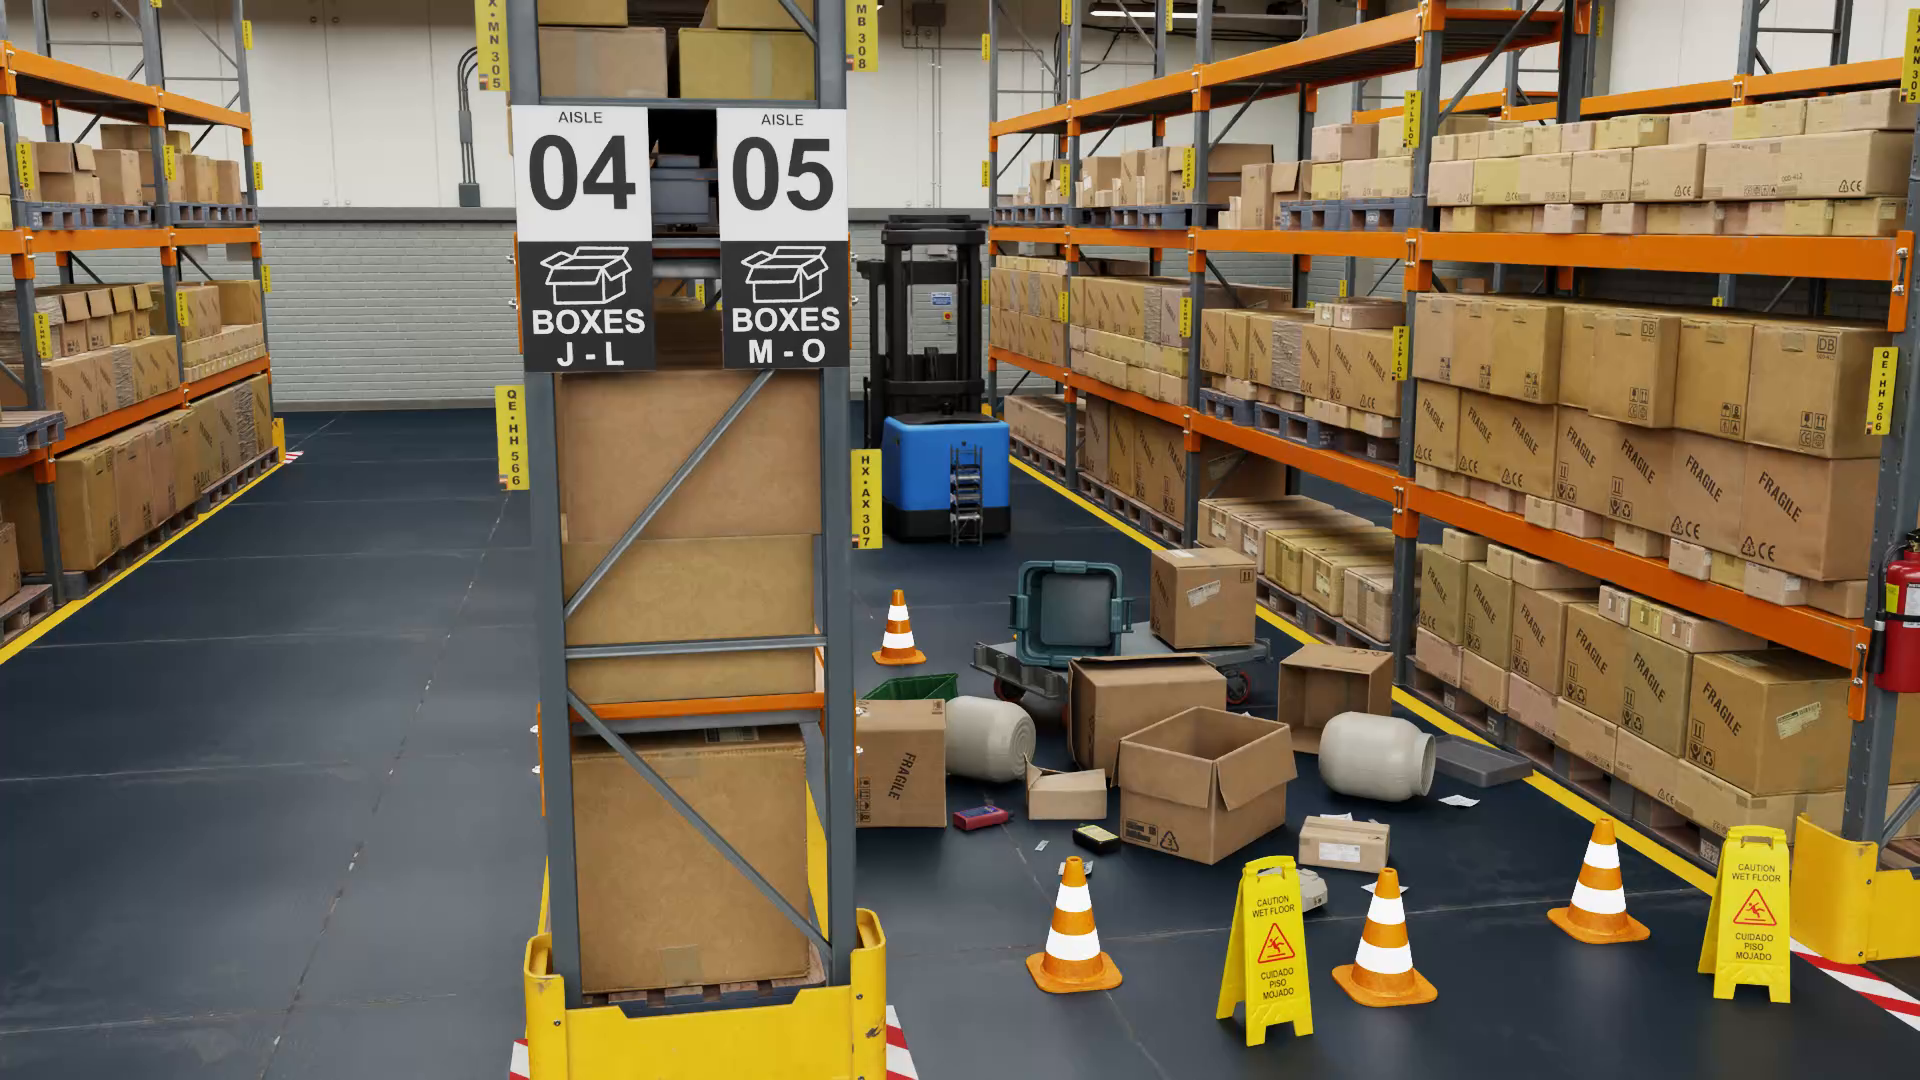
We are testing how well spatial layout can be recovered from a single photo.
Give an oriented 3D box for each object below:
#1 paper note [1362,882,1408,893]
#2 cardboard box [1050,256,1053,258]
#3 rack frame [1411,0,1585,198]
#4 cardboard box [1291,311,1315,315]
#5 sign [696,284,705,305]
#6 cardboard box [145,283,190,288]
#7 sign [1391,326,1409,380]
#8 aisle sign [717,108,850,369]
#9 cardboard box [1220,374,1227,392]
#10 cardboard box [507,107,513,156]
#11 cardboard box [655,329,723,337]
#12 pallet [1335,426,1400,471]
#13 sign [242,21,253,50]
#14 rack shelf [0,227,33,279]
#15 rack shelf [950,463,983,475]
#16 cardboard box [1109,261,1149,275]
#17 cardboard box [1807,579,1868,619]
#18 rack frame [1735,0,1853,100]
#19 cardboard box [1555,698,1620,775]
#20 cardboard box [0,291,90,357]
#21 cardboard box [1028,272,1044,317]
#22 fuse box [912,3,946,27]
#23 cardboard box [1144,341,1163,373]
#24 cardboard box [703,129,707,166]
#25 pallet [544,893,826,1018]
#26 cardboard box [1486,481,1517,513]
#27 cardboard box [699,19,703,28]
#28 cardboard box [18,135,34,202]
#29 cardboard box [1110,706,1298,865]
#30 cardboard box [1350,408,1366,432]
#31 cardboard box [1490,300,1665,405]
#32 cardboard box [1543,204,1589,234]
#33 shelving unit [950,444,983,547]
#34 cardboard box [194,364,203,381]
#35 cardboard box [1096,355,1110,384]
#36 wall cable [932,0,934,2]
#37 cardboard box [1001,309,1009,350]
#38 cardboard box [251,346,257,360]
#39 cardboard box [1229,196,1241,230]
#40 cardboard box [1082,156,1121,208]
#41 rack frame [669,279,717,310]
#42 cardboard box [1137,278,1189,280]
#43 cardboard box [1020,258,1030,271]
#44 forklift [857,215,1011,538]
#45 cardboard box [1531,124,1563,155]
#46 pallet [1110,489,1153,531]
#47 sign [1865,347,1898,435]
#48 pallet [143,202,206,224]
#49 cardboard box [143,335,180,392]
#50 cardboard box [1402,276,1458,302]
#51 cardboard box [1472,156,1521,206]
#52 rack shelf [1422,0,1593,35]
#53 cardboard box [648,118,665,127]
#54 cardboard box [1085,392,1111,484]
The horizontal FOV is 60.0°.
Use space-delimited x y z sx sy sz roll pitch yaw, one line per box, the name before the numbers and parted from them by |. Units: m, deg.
paper note | 1.850 1.510 7.235 0.148 0.019 0.142 -6 13 -31
cardboard box | 1.347 -3.493 20.901 0.380 0.149 0.250 -2 11 -12
rack frame | 3.209 -3.528 9.720 1.000 3.000 0.127 -2 11 -11
cardboard box | 2.903 -1.549 13.178 0.500 0.500 0.500 -2 11 -12
sign | -2.639 -2.440 16.948 0.100 0.325 0.005 -2 11 -11
cardboard box | -8.814 -2.578 18.373 0.500 0.500 0.500 -2 11 -13
sign | 2.665 -1.129 10.064 0.100 0.325 0.005 -2 11 -11
aisle sign | -0.541 -0.924 5.130 0.394 0.787 0.004 -2 11 -11
cardboard box | 2.333 -1.278 13.493 0.380 0.149 0.250 -3 11 -15
cardboard box | -1.246 -1.303 5.334 0.380 0.149 0.250 -2 11 -11
cardboard box | -1.287 -0.620 7.198 0.875 0.550 0.500 -2 11 -11
pallet | 3.203 -0.632 11.064 1.003 0.211 1.213 -2 11 -11
sign | -8.311 -5.884 19.386 0.100 0.325 0.005 -2 11 -11
rack shelf | -6.901 -1.708 10.102 1.077 0.370 4.000 -2 11 -11
rack shelf | 0.058 -0.633 14.905 0.258 0.077 0.200 -3 11 -14
cardboard box | 1.846 -2.975 18.181 0.380 0.149 0.250 -2 11 -12
cardboard box | 3.704 0.215 6.770 0.380 0.149 0.250 -2 11 -9
rack frame | 7.299 -4.443 14.527 1.000 3.000 0.127 -2 11 -11
cardboard box | 3.365 0.967 8.376 0.500 0.250 0.500 -3 11 -13
cardboard box | -7.540 -1.751 13.475 0.797 0.503 0.637 -2 11 -10
cardboard box | 1.091 -2.852 19.269 0.500 0.500 0.500 -2 11 -10
fuse box | -0.488 -8.320 26.339 0.513 0.334 0.176 -2 11 -11
cardboard box | 1.984 -1.660 15.015 0.500 0.250 0.500 -2 11 -12
cardboard box | -0.798 -1.514 6.443 0.380 0.149 0.250 -2 11 -11
pallet | -1.082 1.577 6.400 1.003 0.211 1.213 -2 11 -11
cardboard box | 3.151 -0.250 9.211 0.380 0.149 0.250 -2 11 -9
cardboard box | -0.799 -1.906 6.366 0.380 0.149 0.250 -2 11 -12
cardboard box | -7.479 -2.794 12.487 0.797 0.503 0.637 -1 11 -8
cardboard box | 1.162 1.149 7.869 0.637 0.503 0.797 9 14 38
cardboard box | 2.804 -0.797 10.966 0.380 0.149 0.250 -2 11 -13
cardboard box | 3.230 -0.992 8.700 0.700 0.500 0.500 -2 11 -12
cardboard box | 3.193 -1.626 8.418 0.380 0.149 0.250 -2 11 -12
shelving unit | 0.058 -0.401 14.950 0.258 0.900 0.210 -3 11 -14
cardboard box | -7.850 -1.679 16.722 0.380 0.149 0.250 -2 11 -13
cardboard box | 1.665 -1.695 16.535 0.500 0.250 0.500 -2 11 -11
wall cable | -1.535 -9.965 25.891 2.355 3.000 0.029 -2 11 -11
cardboard box | 0.812 -2.641 20.836 0.500 0.500 0.500 -2 11 -12
cardboard box | -8.354 -2.151 19.201 0.380 0.149 0.250 -2 11 -11
cardboard box | 2.375 -2.612 13.286 0.396 0.266 0.258 -2 11 -11
cardboard box | 1.540 -3.605 16.757 0.500 0.500 0.500 -2 11 -12
rack frame | -2.405 -1.116 13.093 1.000 3.000 0.127 -2 11 -11
cardboard box | 2.094 -2.421 17.008 0.500 0.500 0.500 -2 11 -10
cardboard box | 0.932 -3.280 19.784 0.380 0.149 0.250 -2 11 -12
forklift | -0.388 -1.691 16.296 1.130 2.935 3.031 -3 11 -14
cardboard box | 3.194 -2.065 8.595 0.380 0.149 0.250 -2 11 -13
pallet | 2.117 -0.316 16.344 1.003 0.211 1.213 -2 11 -11
sign | 3.438 -0.555 6.202 0.100 0.325 0.005 -2 11 -11
pallet | -8.217 -3.268 16.615 1.003 0.211 1.213 -2 11 -11
cardboard box | -7.709 -1.661 15.689 0.500 0.500 0.500 -2 11 -11
cardboard box | 5.859 -3.036 20.779 0.500 0.500 0.500 -2 11 -10
cardboard box | 3.135 -1.942 9.016 0.500 0.250 0.500 -2 11 -11
rack shelf | 3.598 -2.807 7.861 1.077 0.370 4.000 -2 11 -11
cardboard box | -1.315 -1.622 5.941 0.500 0.250 0.500 -2 11 -11
cardboard box | 1.852 -1.100 17.568 0.875 0.875 0.875 -2 11 -9
